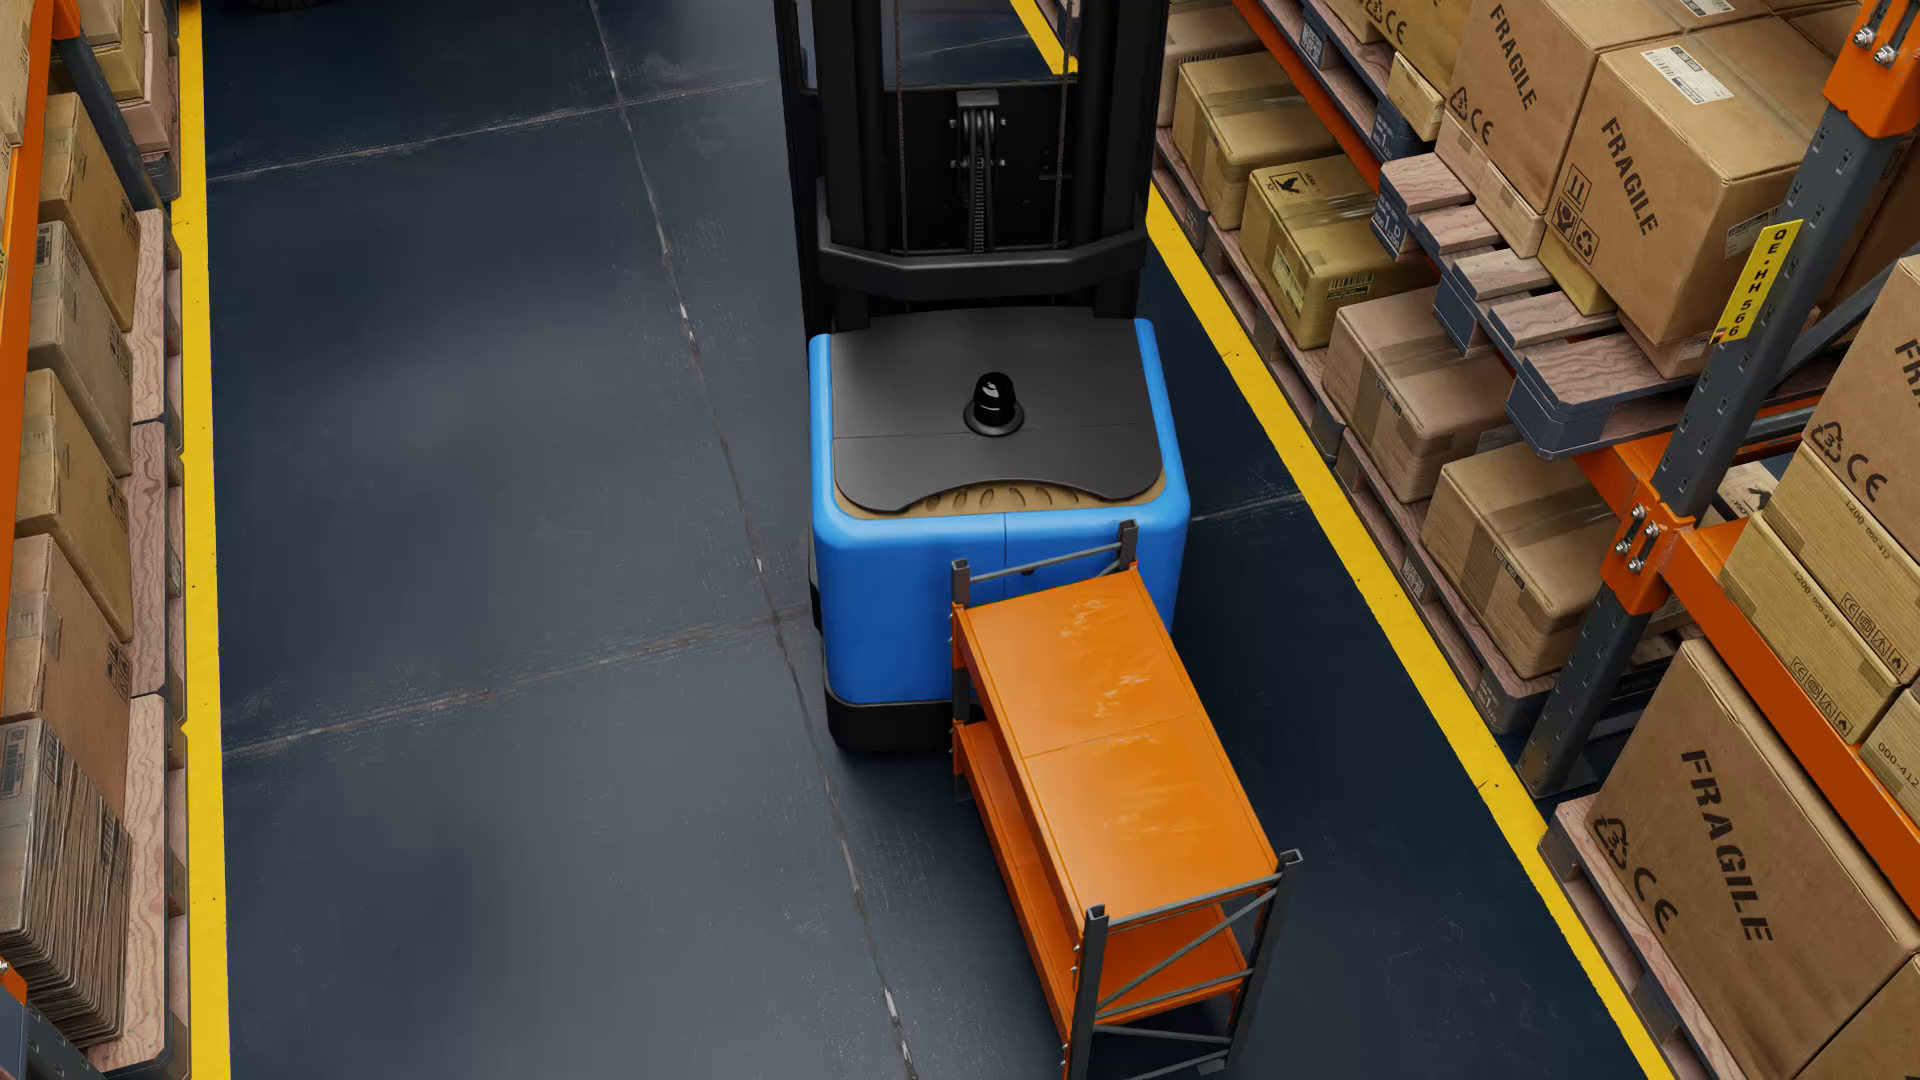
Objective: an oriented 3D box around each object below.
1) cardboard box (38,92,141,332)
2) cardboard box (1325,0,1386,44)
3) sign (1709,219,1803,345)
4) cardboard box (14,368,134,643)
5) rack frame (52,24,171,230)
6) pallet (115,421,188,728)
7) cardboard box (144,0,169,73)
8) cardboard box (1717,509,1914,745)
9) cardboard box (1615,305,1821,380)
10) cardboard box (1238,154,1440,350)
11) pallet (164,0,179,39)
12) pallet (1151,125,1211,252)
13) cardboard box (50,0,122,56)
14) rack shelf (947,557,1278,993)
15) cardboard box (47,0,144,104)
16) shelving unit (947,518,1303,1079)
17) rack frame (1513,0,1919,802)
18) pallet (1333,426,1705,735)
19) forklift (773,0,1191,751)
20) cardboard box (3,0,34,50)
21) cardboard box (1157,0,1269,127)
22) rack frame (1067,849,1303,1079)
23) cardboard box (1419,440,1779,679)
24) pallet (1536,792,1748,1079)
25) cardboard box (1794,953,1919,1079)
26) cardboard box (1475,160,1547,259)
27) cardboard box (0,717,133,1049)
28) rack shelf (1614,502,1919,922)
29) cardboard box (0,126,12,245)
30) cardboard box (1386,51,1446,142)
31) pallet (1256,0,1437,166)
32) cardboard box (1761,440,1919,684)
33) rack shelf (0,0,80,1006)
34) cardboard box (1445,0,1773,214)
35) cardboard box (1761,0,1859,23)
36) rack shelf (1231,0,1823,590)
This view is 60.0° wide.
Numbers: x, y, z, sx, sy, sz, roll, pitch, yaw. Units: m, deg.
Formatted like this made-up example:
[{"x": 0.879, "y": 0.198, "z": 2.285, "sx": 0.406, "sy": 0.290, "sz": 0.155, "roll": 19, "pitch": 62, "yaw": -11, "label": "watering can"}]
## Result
[{"x": -3.548, "y": -1.115, "z": 6.007, "sx": 0.875, "sy": 0.625, "sz": 0.625, "roll": -11, "pitch": 51, "yaw": -9, "label": "cardboard box"}, {"x": 1.355, "y": -1.681, "z": 5.095, "sx": 0.380, "sy": 0.149, "sz": 0.250, "roll": -15, "pitch": 51, "yaw": -12, "label": "cardboard box"}, {"x": 1.695, "y": -0.545, "z": 3.542, "sx": 0.100, "sy": 0.325, "sz": 0.005, "roll": -13, "pitch": 51, "yaw": -11, "label": "sign"}, {"x": -3.101, "y": 0.002, "z": 5.065, "sx": 0.875, "sy": 0.625, "sz": 0.625, "roll": -15, "pitch": 52, "yaw": -12, "label": "cardboard box"}, {"x": -3.713, "y": -2.124, "z": 5.578, "sx": 1.000, "sy": 3.000, "sz": 0.127, "roll": -13, "pitch": 51, "yaw": -11, "label": "rack frame"}, {"x": -3.093, "y": 0.197, "z": 5.446, "sx": 1.003, "sy": 0.211, "sz": 1.213, "roll": -13, "pitch": 51, "yaw": -11, "label": "pallet"}, {"x": -3.704, "y": -2.168, "z": 7.140, "sx": 0.500, "sy": 0.250, "sz": 0.500, "roll": -14, "pitch": 51, "yaw": -12, "label": "cardboard box"}, {"x": 2.115, "y": 0.136, "z": 3.772, "sx": 0.500, "sy": 0.250, "sz": 0.500, "roll": -14, "pitch": 51, "yaw": -12, "label": "cardboard box"}, {"x": 1.889, "y": -0.568, "z": 4.156, "sx": 0.380, "sy": 0.149, "sz": 0.250, "roll": -12, "pitch": 51, "yaw": -10, "label": "cardboard box"}, {"x": 1.609, "y": -1.123, "z": 6.179, "sx": 0.950, "sy": 0.372, "sz": 0.625, "roll": -12, "pitch": 51, "yaw": -10, "label": "cardboard box"}, {"x": -4.272, "y": -2.708, "z": 7.895, "sx": 1.003, "sy": 0.211, "sz": 1.213, "roll": -13, "pitch": 51, "yaw": -11, "label": "pallet"}, {"x": 1.260, "y": -1.781, "z": 7.114, "sx": 1.003, "sy": 0.211, "sz": 1.213, "roll": -13, "pitch": 51, "yaw": -11, "label": "pallet"}, {"x": -3.556, "y": -2.119, "z": 6.444, "sx": 0.500, "sy": 0.250, "sz": 0.500, "roll": -14, "pitch": 51, "yaw": -12, "label": "cardboard box"}, {"x": 0.369, "y": 0.556, "z": 4.163, "sx": 0.538, "sy": 0.278, "sz": 1.000, "roll": -13, "pitch": 51, "yaw": -11, "label": "rack shelf"}, {"x": -3.561, "y": -1.957, "z": 6.635, "sx": 0.500, "sy": 0.250, "sz": 0.500, "roll": -14, "pitch": 51, "yaw": -11, "label": "cardboard box"}, {"x": 0.369, "y": 0.744, "z": 4.387, "sx": 0.538, "sy": 1.125, "sz": 1.048, "roll": -13, "pitch": 51, "yaw": -11, "label": "shelving unit"}, {"x": 2.211, "y": -0.327, "z": 4.064, "sx": 1.000, "sy": 3.000, "sz": 0.127, "roll": -13, "pitch": 51, "yaw": -11, "label": "rack frame"}, {"x": 1.981, "y": 0.001, "z": 5.611, "sx": 1.003, "sy": 0.211, "sz": 1.213, "roll": -13, "pitch": 51, "yaw": -11, "label": "pallet"}, {"x": 0.014, "y": -1.427, "z": 5.036, "sx": 1.130, "sy": 2.935, "sz": 3.031, "roll": -3, "pitch": 50, "yaw": -3, "label": "forklift"}, {"x": -3.314, "y": -1.766, "z": 5.375, "sx": 0.500, "sy": 0.250, "sz": 0.500, "roll": -12, "pitch": 51, "yaw": -10, "label": "cardboard box"}, {"x": 1.186, "y": -2.154, "z": 7.048, "sx": 0.950, "sy": 0.372, "sz": 0.625, "roll": -13, "pitch": 51, "yaw": -11, "label": "cardboard box"}, {"x": 0.517, "y": 1.116, "z": 4.074, "sx": 0.500, "sy": 1.125, "sz": 0.032, "roll": -13, "pitch": 51, "yaw": -11, "label": "rack frame"}, {"x": 2.053, "y": -0.030, "z": 5.258, "sx": 0.950, "sy": 0.372, "sz": 0.625, "roll": -16, "pitch": 52, "yaw": -13, "label": "cardboard box"}, {"x": 2.372, "y": 1.165, "z": 4.630, "sx": 1.003, "sy": 0.211, "sz": 1.213, "roll": -13, "pitch": 51, "yaw": -11, "label": "pallet"}, {"x": 2.596, "y": 1.398, "z": 3.725, "sx": 0.875, "sy": 0.875, "sz": 0.875, "roll": -13, "pitch": 51, "yaw": -11, "label": "cardboard box"}, {"x": 1.624, "y": -0.921, "z": 4.454, "sx": 0.380, "sy": 0.149, "sz": 0.250, "roll": -14, "pitch": 51, "yaw": -11, "label": "cardboard box"}, {"x": -2.701, "y": 0.969, "z": 4.249, "sx": 0.875, "sy": 0.625, "sz": 0.625, "roll": -12, "pitch": 51, "yaw": -10, "label": "cardboard box"}, {"x": 2.802, "y": 1.366, "z": 3.107, "sx": 1.077, "sy": 0.370, "sz": 4.000, "roll": -13, "pitch": 51, "yaw": -11, "label": "rack shelf"}, {"x": -3.042, "y": -1.031, "z": 4.755, "sx": 0.500, "sy": 0.250, "sz": 0.500, "roll": -13, "pitch": 51, "yaw": -11, "label": "cardboard box"}, {"x": 1.462, "y": -1.305, "z": 4.777, "sx": 0.380, "sy": 0.149, "sz": 0.250, "roll": -13, "pitch": 51, "yaw": -10, "label": "cardboard box"}, {"x": 1.586, "y": -1.702, "z": 5.348, "sx": 1.003, "sy": 0.211, "sz": 1.213, "roll": -13, "pitch": 51, "yaw": -11, "label": "pallet"}, {"x": 2.125, "y": -0.014, "z": 3.571, "sx": 0.500, "sy": 0.250, "sz": 0.500, "roll": -14, "pitch": 51, "yaw": -11, "label": "cardboard box"}, {"x": -3.121, "y": -0.431, "z": 4.622, "sx": 1.077, "sy": 0.370, "sz": 4.000, "roll": -13, "pitch": 51, "yaw": -11, "label": "rack shelf"}, {"x": 1.648, "y": -1.235, "z": 4.294, "sx": 0.500, "sy": 0.500, "sz": 0.500, "roll": -14, "pitch": 51, "yaw": -12, "label": "cardboard box"}, {"x": 2.138, "y": -1.351, "z": 4.392, "sx": 0.500, "sy": 0.500, "sz": 0.500, "roll": -11, "pitch": 51, "yaw": -9, "label": "cardboard box"}, {"x": 1.619, "y": -1.556, "z": 5.570, "sx": 1.077, "sy": 0.370, "sz": 4.000, "roll": -13, "pitch": 51, "yaw": -11, "label": "rack shelf"}]
